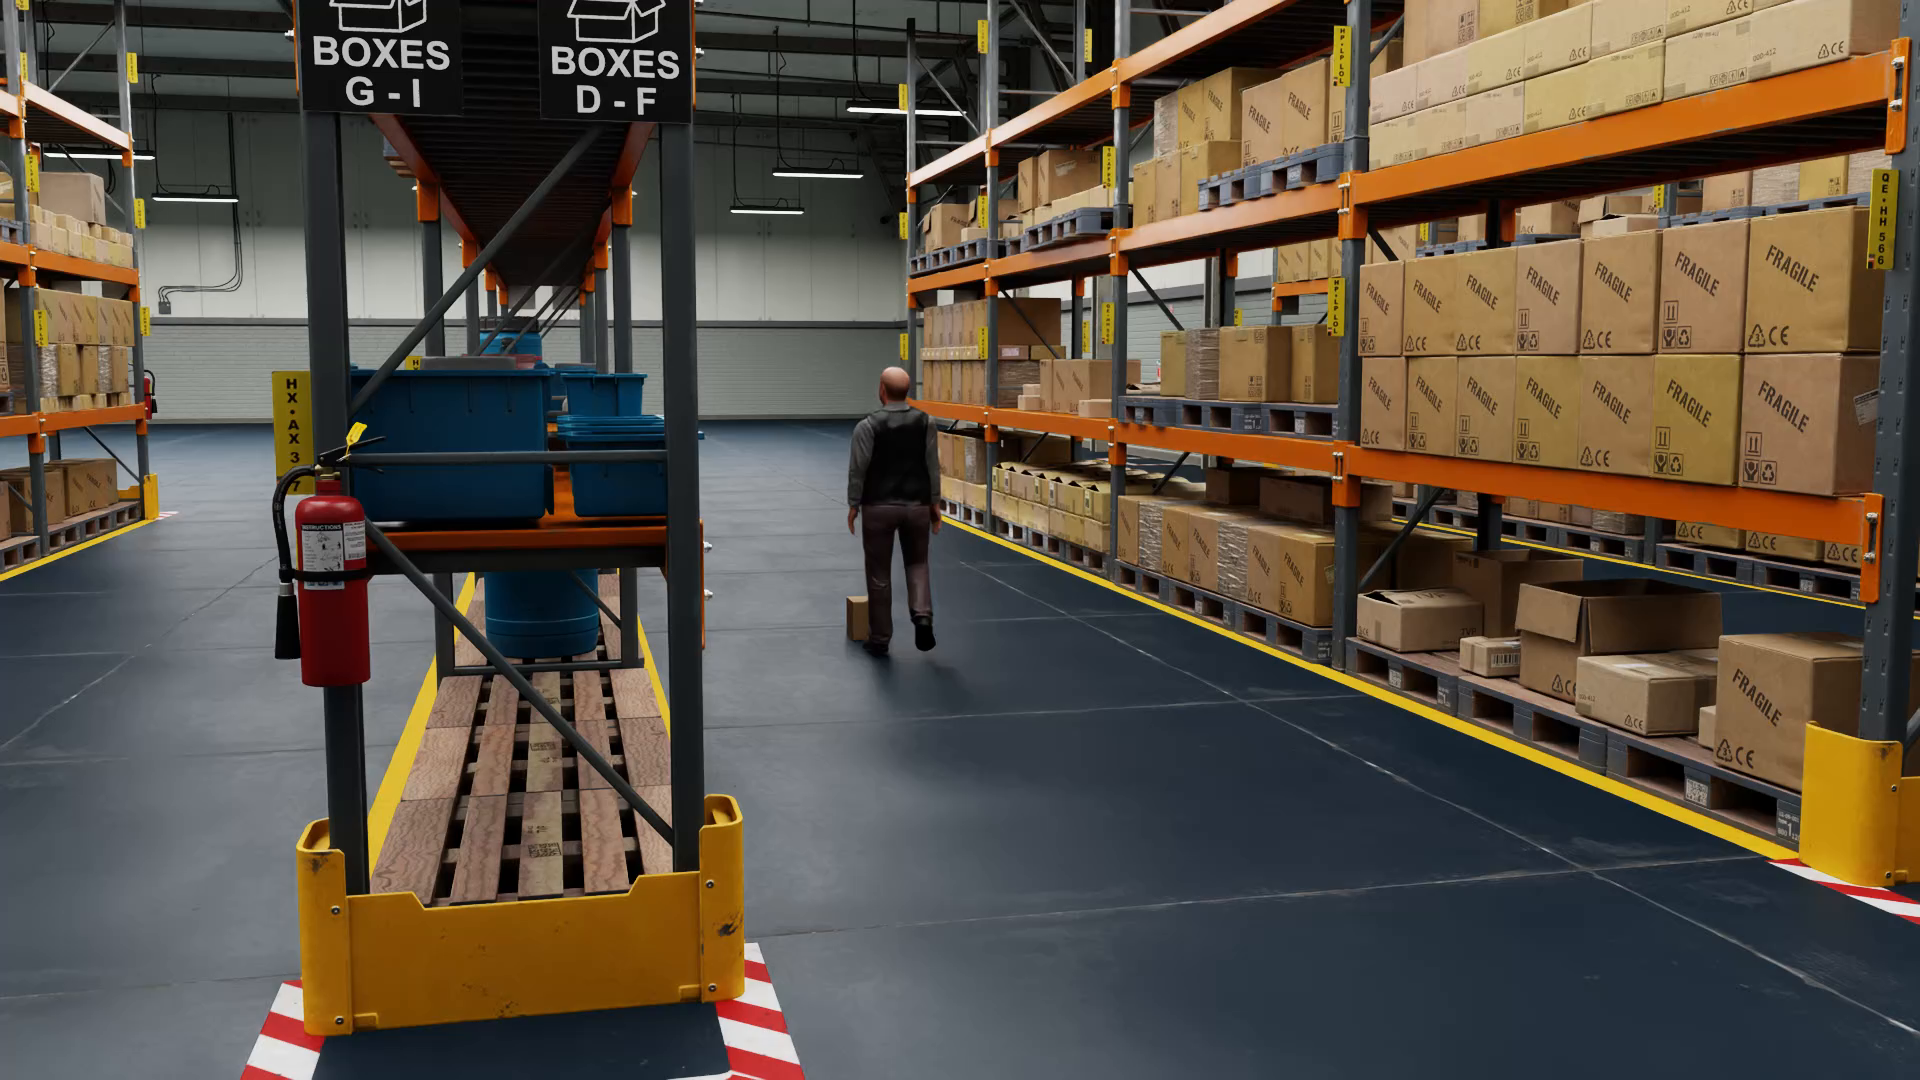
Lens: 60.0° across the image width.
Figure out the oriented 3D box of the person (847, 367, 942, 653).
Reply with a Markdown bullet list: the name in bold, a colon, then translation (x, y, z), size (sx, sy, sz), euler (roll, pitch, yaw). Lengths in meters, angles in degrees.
- **person**: translation (-0.411, -0.177, 9.989), size (0.577, 1.720, 0.534), euler (-2, 6, -18)
